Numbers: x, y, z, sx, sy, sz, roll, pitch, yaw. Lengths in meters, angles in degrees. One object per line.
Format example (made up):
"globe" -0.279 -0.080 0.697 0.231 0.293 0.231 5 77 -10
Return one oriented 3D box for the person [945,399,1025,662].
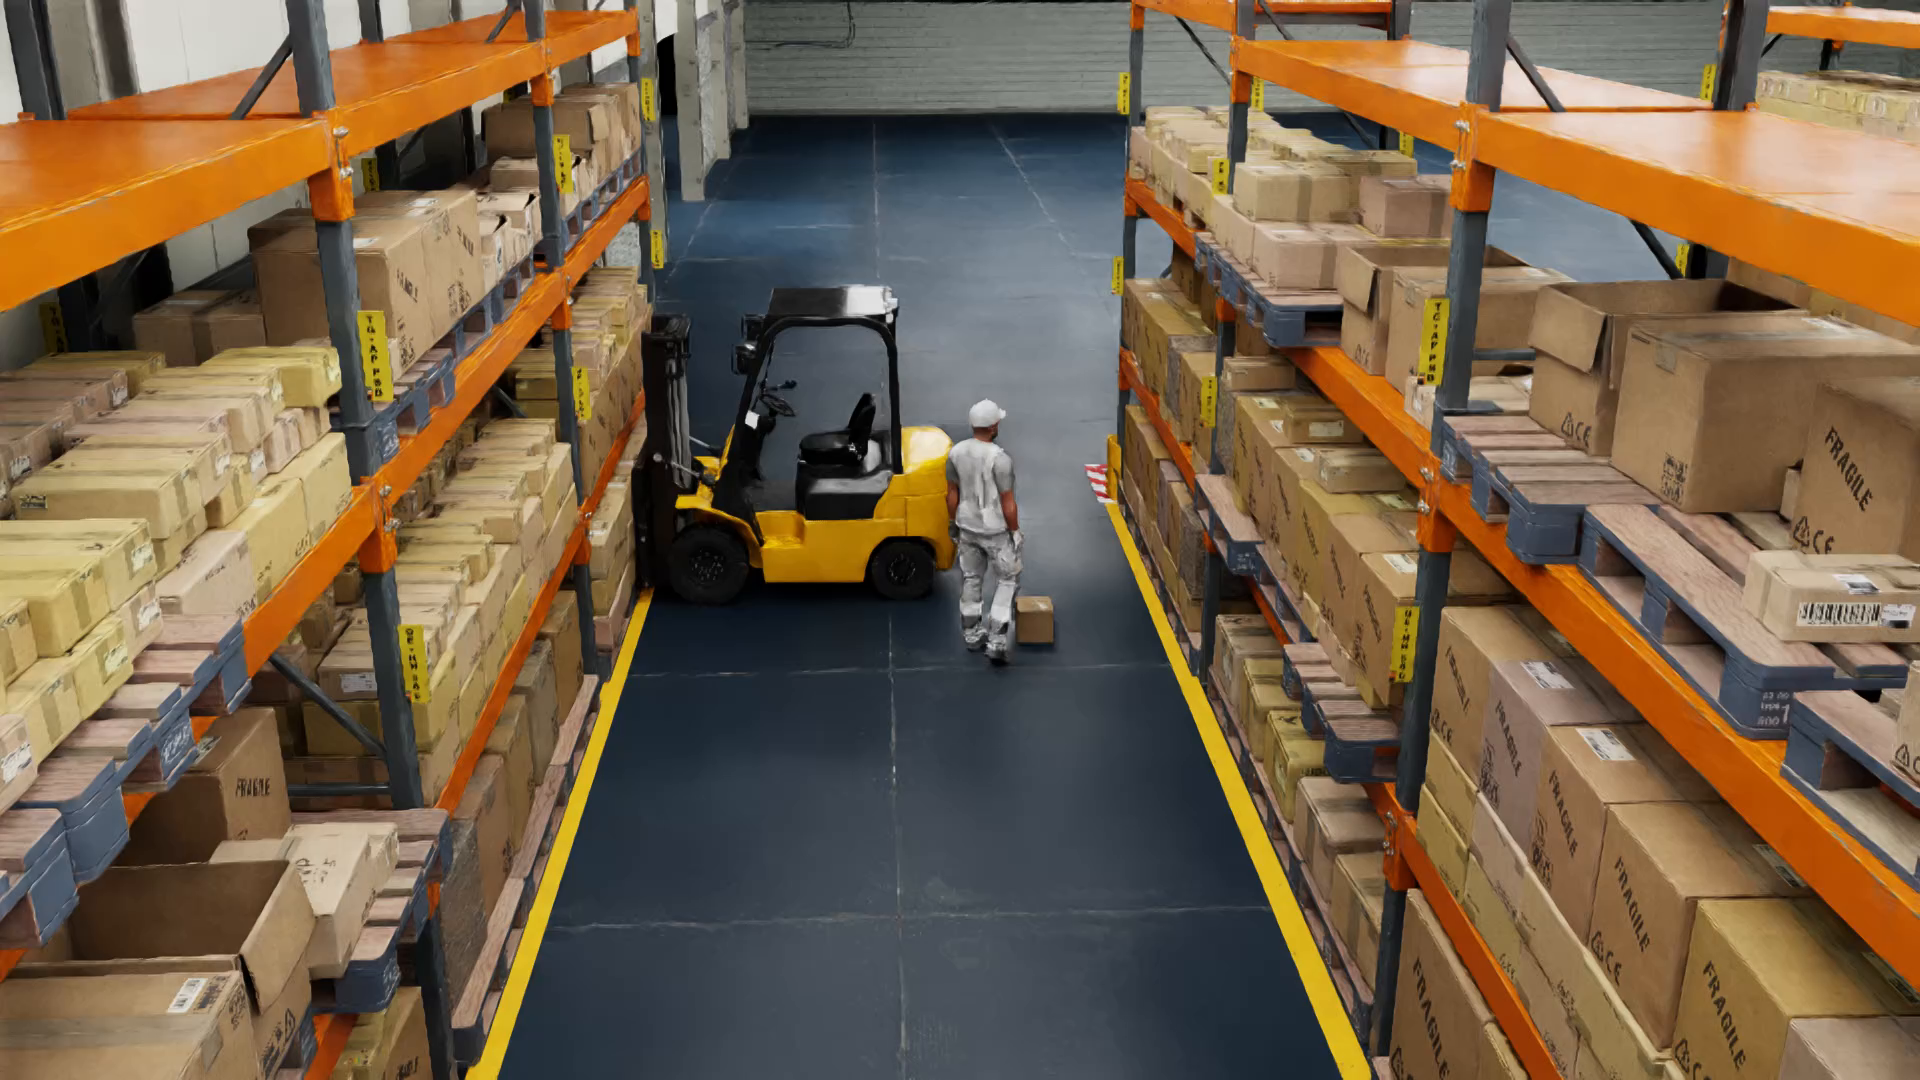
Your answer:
"person" 0.165 -0.075 11.238 0.579 1.812 0.464 16 25 37
